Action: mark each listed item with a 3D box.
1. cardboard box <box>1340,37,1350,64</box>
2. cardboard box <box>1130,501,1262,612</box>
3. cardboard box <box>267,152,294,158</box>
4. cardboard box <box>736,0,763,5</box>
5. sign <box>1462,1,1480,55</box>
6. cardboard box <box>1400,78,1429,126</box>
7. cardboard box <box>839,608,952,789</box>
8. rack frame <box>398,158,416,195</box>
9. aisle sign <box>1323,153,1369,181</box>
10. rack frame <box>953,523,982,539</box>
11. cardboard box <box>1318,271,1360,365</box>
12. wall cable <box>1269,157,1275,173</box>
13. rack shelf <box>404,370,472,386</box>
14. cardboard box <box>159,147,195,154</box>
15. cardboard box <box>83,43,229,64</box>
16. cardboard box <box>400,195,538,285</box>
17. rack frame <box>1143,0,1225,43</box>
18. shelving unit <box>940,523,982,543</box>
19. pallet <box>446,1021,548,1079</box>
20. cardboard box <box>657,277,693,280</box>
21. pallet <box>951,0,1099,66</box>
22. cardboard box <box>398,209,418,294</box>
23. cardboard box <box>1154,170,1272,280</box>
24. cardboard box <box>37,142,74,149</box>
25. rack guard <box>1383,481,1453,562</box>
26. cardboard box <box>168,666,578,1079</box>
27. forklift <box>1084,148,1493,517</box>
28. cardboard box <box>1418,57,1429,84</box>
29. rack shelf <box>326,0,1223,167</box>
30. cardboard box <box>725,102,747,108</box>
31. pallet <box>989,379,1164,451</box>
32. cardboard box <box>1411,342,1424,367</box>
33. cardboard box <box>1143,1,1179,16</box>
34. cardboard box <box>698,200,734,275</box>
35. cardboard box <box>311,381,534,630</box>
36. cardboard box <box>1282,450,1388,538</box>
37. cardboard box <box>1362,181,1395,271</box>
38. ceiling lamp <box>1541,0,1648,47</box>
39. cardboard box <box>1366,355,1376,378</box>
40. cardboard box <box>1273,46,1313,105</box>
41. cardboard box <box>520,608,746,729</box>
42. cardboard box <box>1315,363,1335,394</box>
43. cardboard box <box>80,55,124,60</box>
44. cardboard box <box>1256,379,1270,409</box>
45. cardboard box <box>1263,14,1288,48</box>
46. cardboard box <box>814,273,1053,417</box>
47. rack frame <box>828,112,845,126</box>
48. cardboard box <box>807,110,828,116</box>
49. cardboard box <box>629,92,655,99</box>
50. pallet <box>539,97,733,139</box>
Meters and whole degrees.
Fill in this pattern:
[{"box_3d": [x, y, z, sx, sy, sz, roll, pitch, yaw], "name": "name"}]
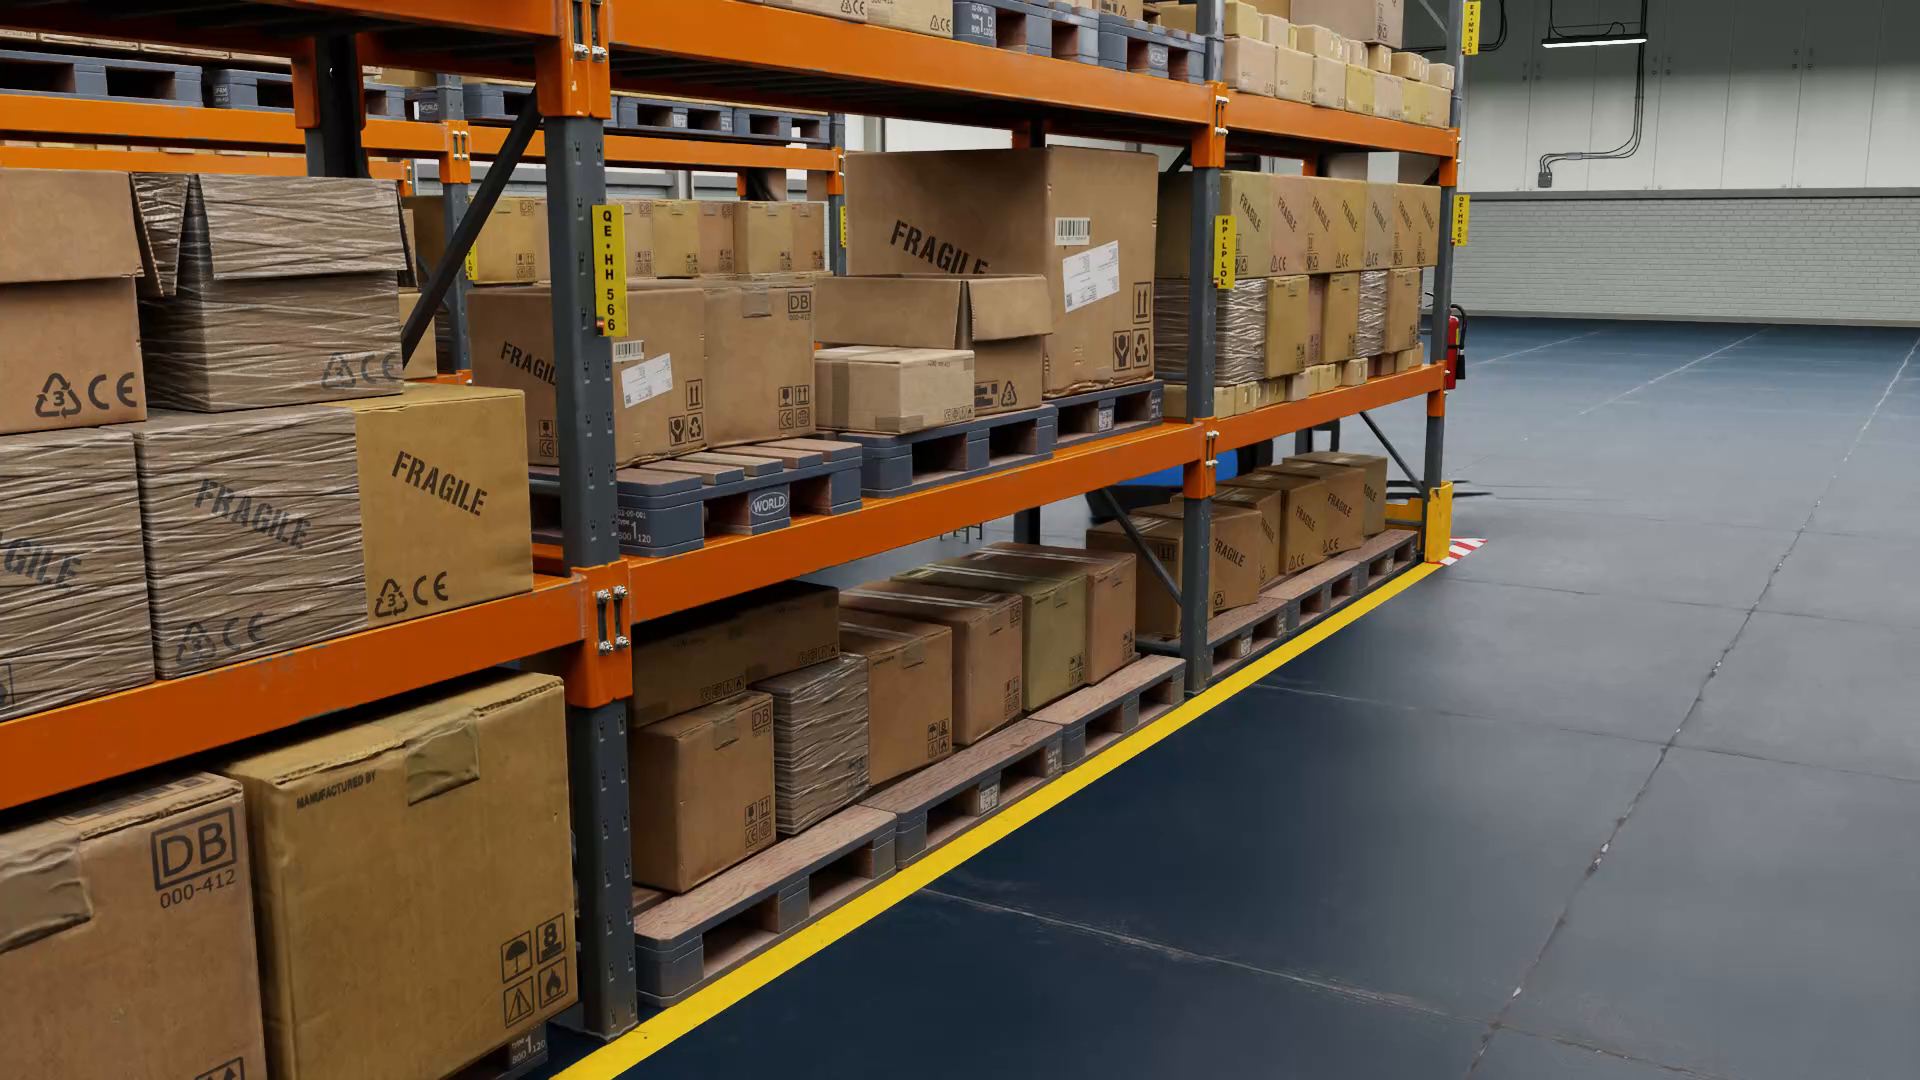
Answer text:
[{"box_3d": [1.905, -2.657, 9.084, 0.380, 0.149, 0.250, 7, 13, 32], "name": "cardboard box"}, {"box_3d": [1.256, 0.086, 8.910, 0.500, 0.500, 0.500, -9, 14, -39], "name": "cardboard box"}, {"box_3d": [-6.162, -3.472, 14.797, 0.380, 0.149, 0.250, 6, 12, 30], "name": "cardboard box"}, {"box_3d": [-0.892, -1.608, 4.561, 0.500, 0.250, 0.500, 7, 12, 32], "name": "cardboard box"}, {"box_3d": [3.264, -3.269, 10.621, 0.100, 0.325, 0.005, 6, 12, 31], "name": "sign"}, {"box_3d": [2.510, -2.637, 10.061, 0.500, 0.250, 0.500, 6, 12, 31], "name": "cardboard box"}, {"box_3d": [-0.457, 0.569, 6.273, 0.700, 0.500, 0.500, 8, 13, 35], "name": "cardboard box"}, {"box_3d": [-5.670, -2.362, 16.336, 1.000, 3.000, 0.127, 6, 12, 31], "name": "rack frame"}, {"box_3d": [2.576, -2.732, 11.245, 0.394, 0.787, 0.004, 6, 12, 31], "name": "aisle sign"}, {"box_3d": [0.055, -0.606, 11.847, 0.240, 1.200, 0.006, 6, 12, 31], "name": "rack frame"}, {"box_3d": [1.768, -1.285, 9.501, 0.875, 0.500, 0.500, 6, 12, 31], "name": "cardboard box"}, {"box_3d": [7.189, -9.290, 45.477, 3.097, 2.526, 0.112, 6, 12, 31], "name": "wall cable"}, {"box_3d": [-4.502, -0.608, 8.920, 1.077, 0.370, 4.000, 6, 12, 31], "name": "rack shelf"}, {"box_3d": [-6.631, -3.304, 13.898, 0.380, 0.149, 0.250, 6, 12, 30], "name": "cardboard box"}, {"box_3d": [-4.185, -2.666, 8.634, 0.500, 0.311, 0.500, 6, 12, 29], "name": "cardboard box"}, {"box_3d": [-3.243, -1.936, 10.714, 0.875, 0.550, 0.550, 6, 12, 31], "name": "cardboard box"}, {"box_3d": [0.723, -3.735, 7.366, 1.000, 3.000, 0.127, 6, 12, 31], "name": "rack frame"}, {"box_3d": [0.008, -0.592, 11.770, 0.258, 1.200, 0.189, 6, 12, 31], "name": "shelving unit"}, {"box_3d": [-1.827, 1.330, 4.191, 1.003, 0.211, 1.213, 6, 12, 31], "name": "pallet"}, {"box_3d": [-2.445, -1.664, 12.200, 0.875, 0.550, 0.500, 6, 12, 31], "name": "cardboard box"}, {"box_3d": [-0.224, -1.918, 6.323, 1.213, 0.211, 1.003, 6, 12, 31], "name": "pallet"}, {"box_3d": [-3.716, -1.738, 10.013, 0.700, 0.500, 0.500, 6, 12, 30], "name": "cardboard box"}, {"box_3d": [1.174, -1.520, 8.038, 0.500, 0.500, 0.500, 6, 12, 31], "name": "cardboard box"}, {"box_3d": [-7.189, -3.145, 13.050, 0.380, 0.149, 0.250, 6, 12, 31], "name": "cardboard box"}, {"box_3d": [2.760, -0.175, 11.445, 1.175, 0.500, 0.348, 6, 12, 31], "name": "rack guard"}, {"box_3d": [-1.730, 0.787, 4.146, 1.225, 0.875, 0.875, 6, 12, 28], "name": "cardboard box"}, {"box_3d": [2.511, -1.636, 12.645, 3.031, 2.935, 1.130, 0, 11, 0], "name": "forklift"}, {"box_3d": [2.639, -2.856, 10.143, 0.380, 0.149, 0.250, 6, 12, 28], "name": "cardboard box"}, {"box_3d": [-0.315, -1.593, 6.028, 1.077, 0.370, 4.000, 6, 12, 31], "name": "rack shelf"}, {"box_3d": [-1.798, -3.267, 12.286, 0.380, 0.149, 0.250, 6, 12, 30], "name": "cardboard box"}, {"box_3d": [0.202, -0.586, 7.368, 1.003, 0.211, 1.213, 6, 12, 31], "name": "pallet"}, {"box_3d": [2.828, -1.228, 10.957, 0.380, 0.149, 0.250, 6, 12, 31], "name": "cardboard box"}, {"box_3d": [0.739, -2.797, 8.068, 0.500, 0.500, 0.500, 6, 12, 29], "name": "cardboard box"}, {"box_3d": [-2.226, -2.285, 12.579, 0.875, 0.550, 0.550, 6, 12, 31], "name": "cardboard box"}, {"box_3d": [-1.398, -0.105, 4.008, 0.500, 0.500, 0.500, 7, 13, 32], "name": "cardboard box"}, {"box_3d": [2.461, -0.297, 10.954, 0.500, 0.500, 0.500, 9, 14, 41], "name": "cardboard box"}, {"box_3d": [2.209, -1.835, 9.720, 0.500, 0.500, 0.500, 6, 12, 31], "name": "cardboard box"}, {"box_3d": [12.899, -11.581, 33.413, 2.000, 3.185, 0.800, 6, 12, 31], "name": "ceiling lamp"}, {"box_3d": [2.304, -1.071, 10.120, 0.380, 0.149, 0.250, 6, 12, 31], "name": "cardboard box"}, {"box_3d": [1.446, -2.317, 8.351, 0.500, 0.250, 0.500, 6, 12, 30], "name": "cardboard box"}, {"box_3d": [-1.031, 0.378, 5.257, 0.500, 0.250, 0.500, 7, 13, 33], "name": "cardboard box"}, {"box_3d": [1.859, -0.905, 9.236, 0.380, 0.149, 0.250, 6, 12, 31], "name": "cardboard box"}, {"box_3d": [-4.616, -2.666, 8.759, 0.396, 0.266, 0.258, 6, 12, 31], "name": "cardboard box"}, {"box_3d": [1.339, -0.748, 8.396, 0.380, 0.149, 0.250, 6, 12, 31], "name": "cardboard box"}, {"box_3d": [1.395, -2.494, 8.212, 0.380, 0.149, 0.250, 6, 12, 31], "name": "cardboard box"}, {"box_3d": [-0.098, -0.762, 6.367, 0.797, 0.503, 0.637, 8, 13, 36], "name": "cardboard box"}, {"box_3d": [-1.387, -4.854, 13.343, 1.000, 3.000, 0.127, 6, 12, 31], "name": "rack frame"}, {"box_3d": [-1.270, -3.427, 13.142, 0.380, 0.149, 0.250, 6, 12, 31], "name": "cardboard box"}, {"box_3d": [-2.324, -3.108, 11.437, 0.380, 0.149, 0.250, 6, 12, 31], "name": "cardboard box"}, {"box_3d": [-2.396, -3.026, 11.969, 1.003, 0.211, 1.213, 6, 12, 31], "name": "pallet"}]
